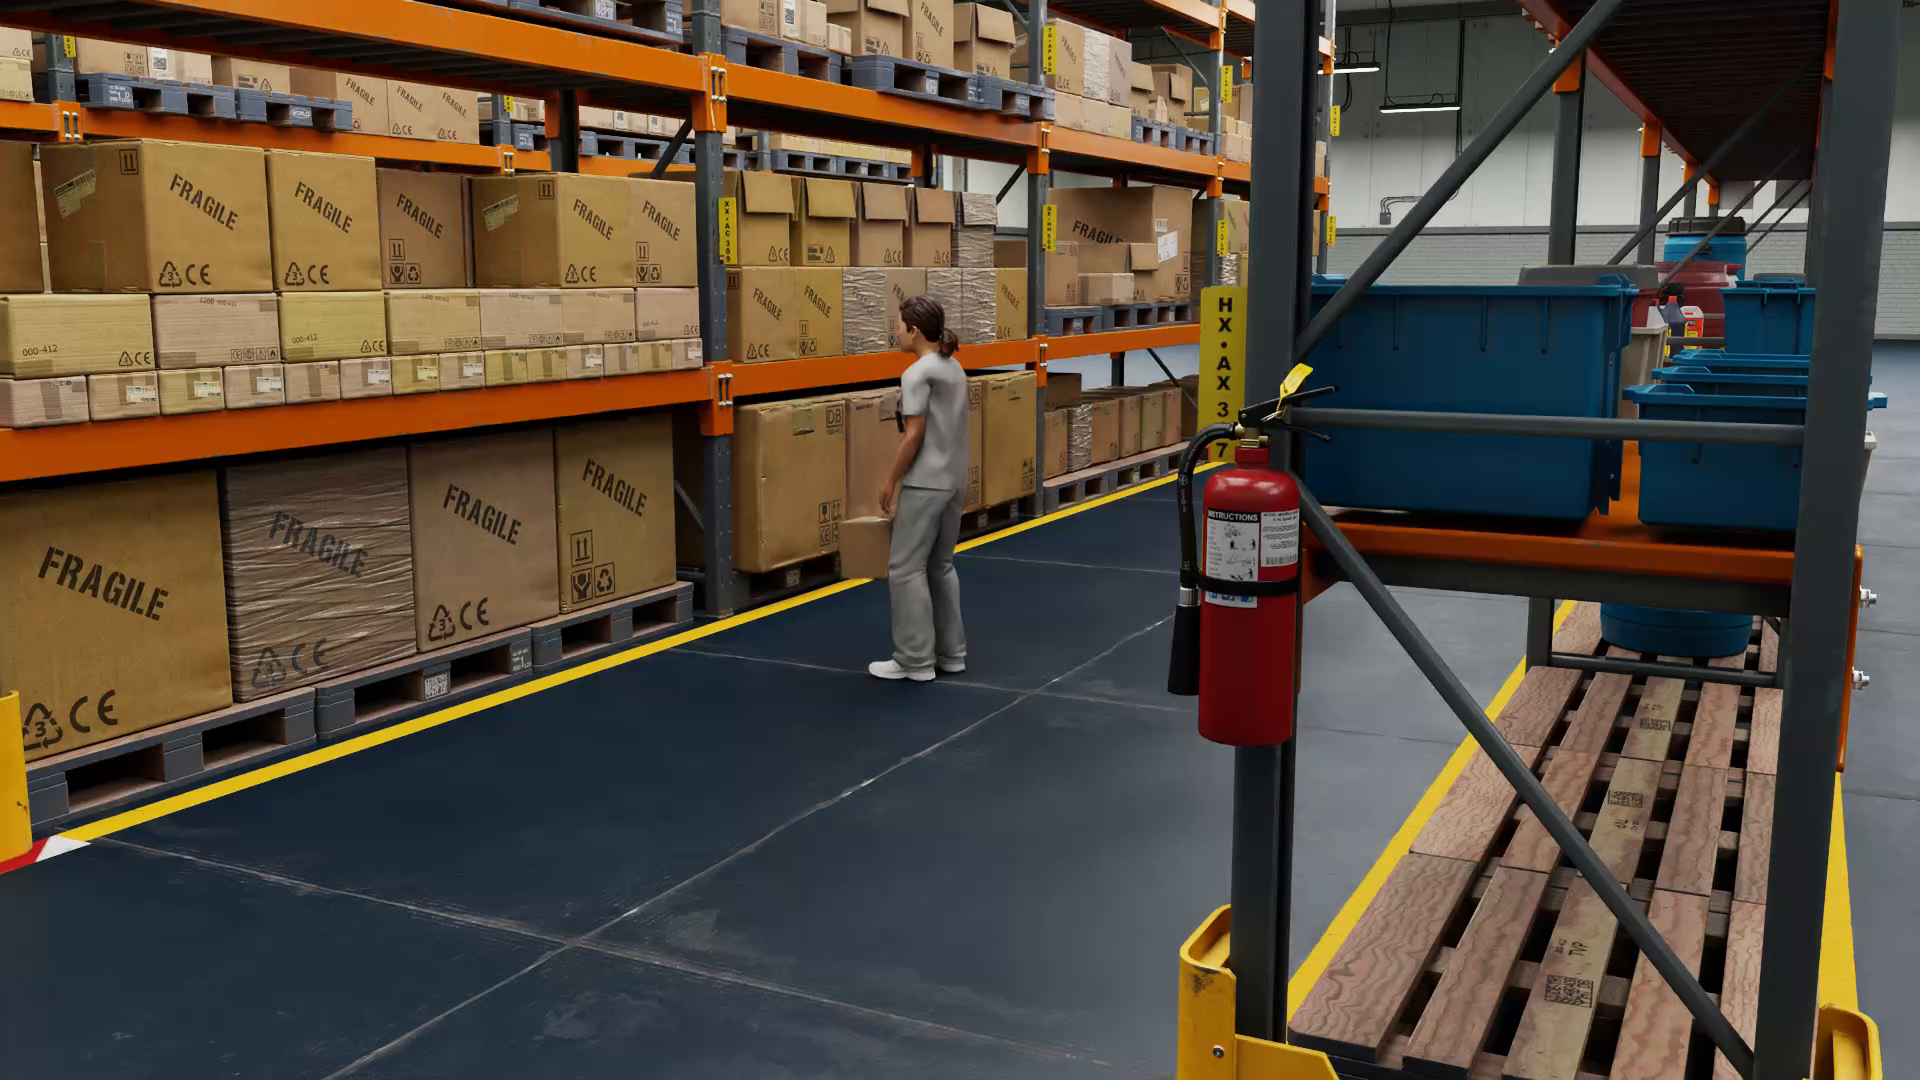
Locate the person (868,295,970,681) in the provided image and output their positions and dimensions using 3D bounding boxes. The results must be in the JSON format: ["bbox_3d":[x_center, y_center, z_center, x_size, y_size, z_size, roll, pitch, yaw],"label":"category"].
[{"bbox_3d":[-0.173,-0.225,7.261,0.415,1.676,0.473,4,10,25],"label":"person"}]
